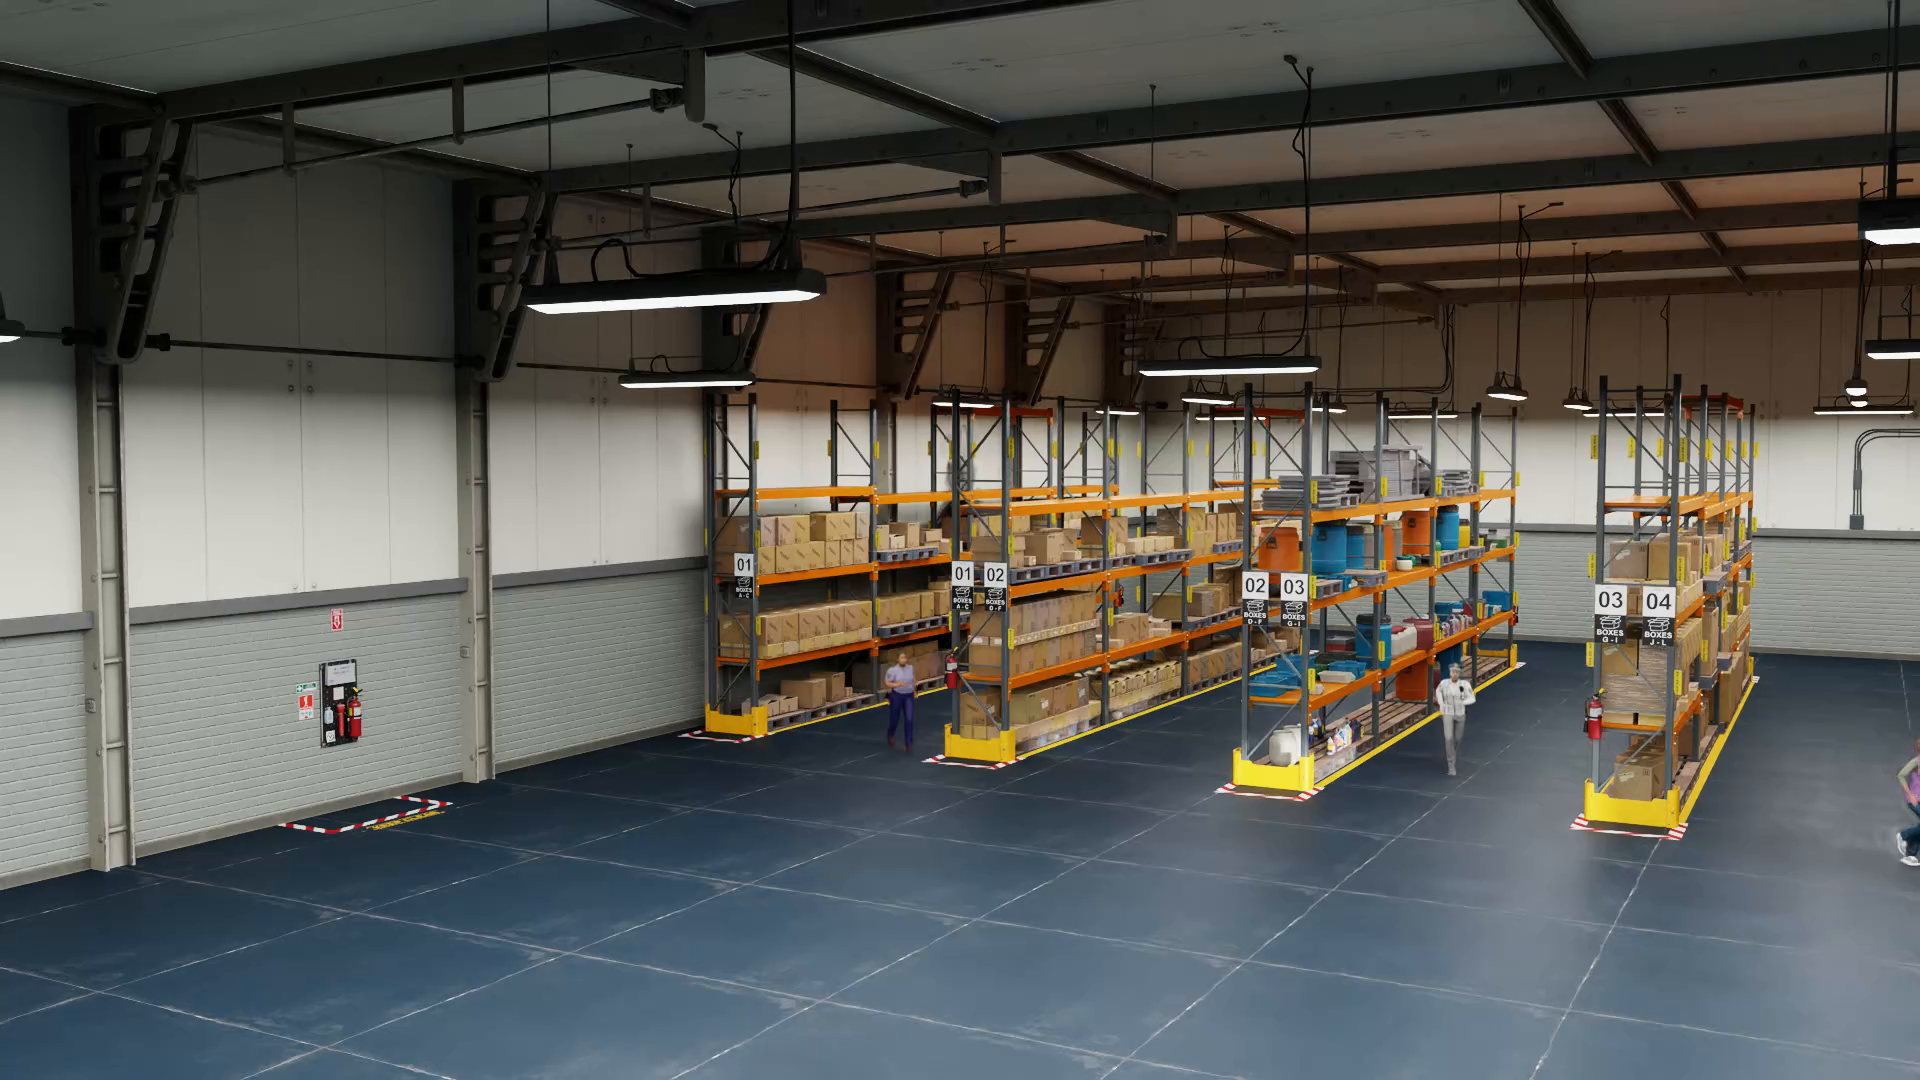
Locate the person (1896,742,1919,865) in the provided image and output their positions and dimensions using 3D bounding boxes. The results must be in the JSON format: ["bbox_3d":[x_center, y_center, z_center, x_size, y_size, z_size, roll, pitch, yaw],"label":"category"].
[{"bbox_3d":[11.633,3.163,20.059,0.531,1.531,0.499,-1,3,-21],"label":"person"}]

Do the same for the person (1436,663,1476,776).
[{"bbox_3d":[7.743,2.771,25.983,0.567,1.746,0.967,1,3,10],"label":"person"}]

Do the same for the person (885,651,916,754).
[{"bbox_3d":[-0.981,2.669,27.643,0.598,1.639,0.933,-1,3,-19],"label":"person"}]
